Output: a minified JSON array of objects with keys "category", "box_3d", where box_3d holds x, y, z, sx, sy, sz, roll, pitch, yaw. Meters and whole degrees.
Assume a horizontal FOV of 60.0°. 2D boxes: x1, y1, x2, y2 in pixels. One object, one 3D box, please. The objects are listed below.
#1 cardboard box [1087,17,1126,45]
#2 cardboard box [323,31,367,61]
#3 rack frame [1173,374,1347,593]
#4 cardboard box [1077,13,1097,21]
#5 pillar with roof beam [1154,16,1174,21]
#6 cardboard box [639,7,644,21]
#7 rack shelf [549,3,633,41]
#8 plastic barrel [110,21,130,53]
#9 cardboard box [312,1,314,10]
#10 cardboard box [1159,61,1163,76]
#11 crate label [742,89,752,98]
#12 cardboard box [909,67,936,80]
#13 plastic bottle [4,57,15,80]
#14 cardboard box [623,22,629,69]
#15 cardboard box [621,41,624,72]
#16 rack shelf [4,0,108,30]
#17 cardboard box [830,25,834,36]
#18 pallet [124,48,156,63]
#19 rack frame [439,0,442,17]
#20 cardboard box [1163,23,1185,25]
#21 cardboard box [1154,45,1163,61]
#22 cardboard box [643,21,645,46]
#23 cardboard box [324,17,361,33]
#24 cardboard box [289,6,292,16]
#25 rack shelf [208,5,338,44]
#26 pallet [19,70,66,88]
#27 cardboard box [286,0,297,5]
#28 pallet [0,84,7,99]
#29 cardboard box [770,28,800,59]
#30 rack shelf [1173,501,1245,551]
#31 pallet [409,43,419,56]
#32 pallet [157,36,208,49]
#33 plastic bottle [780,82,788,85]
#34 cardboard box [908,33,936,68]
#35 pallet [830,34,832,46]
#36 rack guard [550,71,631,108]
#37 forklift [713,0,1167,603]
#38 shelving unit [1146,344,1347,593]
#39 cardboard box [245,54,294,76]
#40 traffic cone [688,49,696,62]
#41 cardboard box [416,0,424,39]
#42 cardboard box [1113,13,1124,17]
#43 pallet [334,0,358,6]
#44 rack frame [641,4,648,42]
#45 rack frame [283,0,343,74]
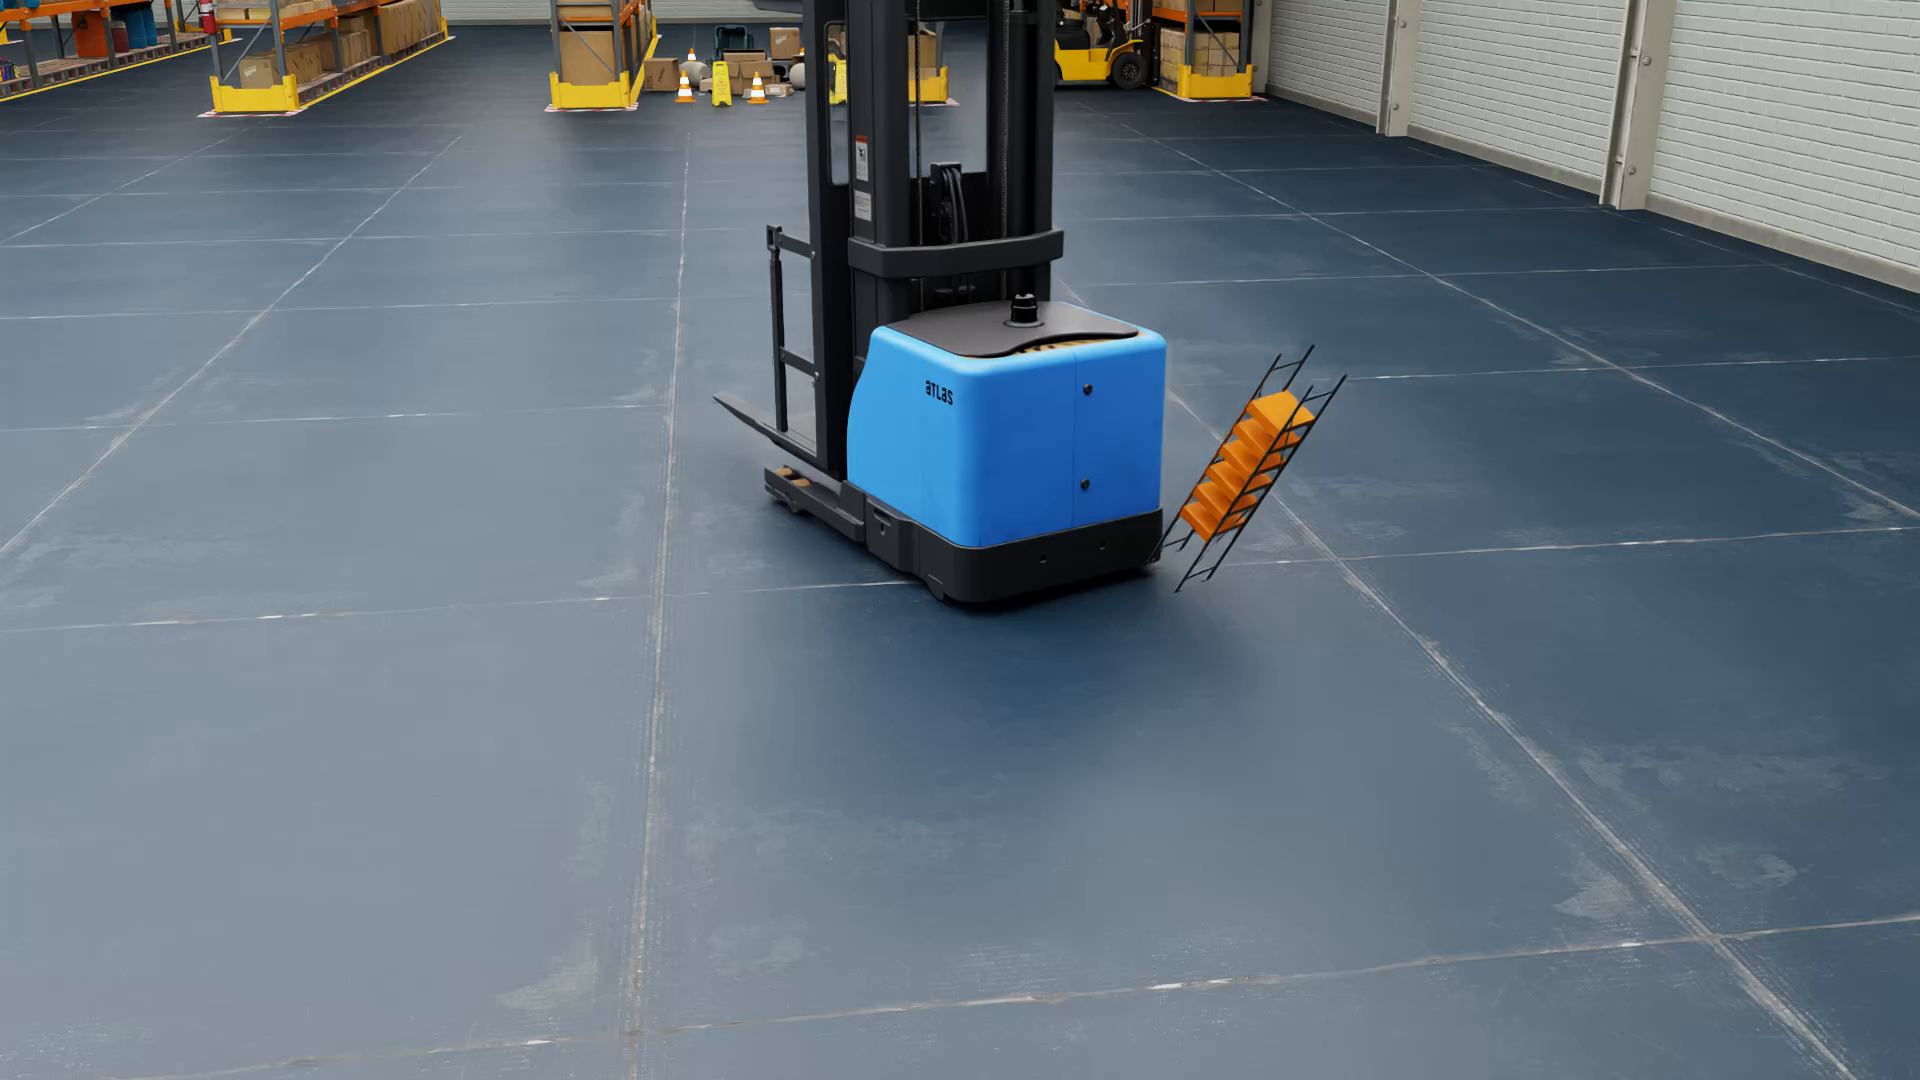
[{"category":"cardboard box","box_3d":[3.052,-10.260,33.693,0.875,0.625,0.625,-2,21,-6]},{"category":"cardboard box","box_3d":[-11.533,-9.254,31.149,0.700,0.500,0.500,-5,21,-12]},{"category":"rack frame","box_3d":[1.211,-0.209,6.792,0.240,1.200,0.006,-18,58,-40]},{"category":"cardboard box","box_3d":[2.654,-10.880,34.605,0.380,0.149,0.250,-4,21,-10]},{"category":"pillar with roof beam","box_3d":[-0.204,-13.580,31.214,9.100,9.000,0.400,-3,21,-8]},{"category":"cardboard box","box_3d":[-6.887,-11.012,34.814,0.500,0.250,0.500,-4,21,-10]},{"category":"rack shelf","box_3d":[-5.954,-8.442,27.059,1.077,0.370,4.000,-3,21,-8]},{"category":"plastic barrel","box_3d":[-16.893,-10.018,33.097,0.600,0.588,0.708,-3,21,-8]},{"category":"cardboard box","box_3d":[-10.788,-8.728,27.157,0.380,0.149,0.250,-3,21,-8]},{"category":"cardboard box","box_3d":[3.623,-8.024,28.243,0.500,0.250,0.500,-3,21,-7]},{"category":"crate label","box_3d":[-3.345,-7.209,26.822,0.250,0.136,0.298,-15,25,-35]},{"category":"cardboard box","box_3d":[-0.625,-7.573,27.034,0.500,0.250,0.500,-3,21,-8]},{"category":"plastic bottle","box_3d":[-15.688,-7.763,27.371,0.144,0.351,0.185,-3,21,-9]},{"category":"cardboard box","box_3d":[-6.421,-8.824,29.671,1.050,0.750,0.750,-3,21,-8]},{"category":"cardboard box","box_3d":[-6.087,-8.139,27.658,0.875,0.875,0.875,-3,21,-7]},{"category":"rack shelf","box_3d":[-16.355,-9.362,29.522,1.077,0.370,4.000,-3,21,-8]},{"category":"cardboard box","box_3d":[-2.496,-11.745,37.937,0.875,0.438,0.875,-3,21,-9]},{"category":"pallet","box_3d":[-16.971,-9.777,33.592,1.003,0.211,1.213,-3,21,-8]},{"category":"rack frame","box_3d":[-12.895,-13.411,39.336,1.000,3.000,0.127,-3,21,-8]},{"category":"cardboard box","box_3d":[3.903,-9.049,29.558,0.500,0.250,0.500,-3,21,-9]},{"category":"cardboard box","box_3d":[3.593,-8.270,28.187,0.500,0.250,0.500,-3,21,-9]},{"category":"cardboard box","box_3d":[-6.896,-10.668,34.964,0.500,0.500,0.500,-3,21,-9]},{"category":"cardboard box","box_3d":[-11.529,-9.614,31.041,0.500,0.250,0.500,-1,20,-2]},{"category":"cardboard box","box_3d":[-10.489,-8.125,25.541,0.380,0.149,0.250,-3,21,-8]},{"category":"rack shelf","box_3d":[-10.877,-8.227,26.483,1.077,0.370,4.000,-3,21,-8]},{"category":"pallet","box_3d":[-16.218,-7.970,28.753,1.003,0.211,1.213,-3,21,-8]},{"category":"cardboard box","box_3d":[-10.861,-8.592,25.864,0.875,0.500,0.500,-3,21,-8]},{"category":"pallet","box_3d":[-15.832,-7.042,26.269,1.003,0.211,1.213,-3,21,-8]},{"category":"cardboard box","box_3d":[-3.116,-8.839,29.586,0.500,0.500,0.500,-3,21,-8]},{"category":"rack shelf","box_3d":[1.057,-0.080,7.013,0.258,0.103,0.180,-18,58,-40]},{"category":"pallet","box_3d":[-12.133,-10.456,35.410,1.003,0.211,1.213,-3,21,-8]},{"category":"pallet","box_3d":[-17.543,-11.146,37.256,1.003,0.211,1.213,-3,21,-8]},{"category":"plastic bottle","box_3d":[-3.029,-7.838,28.614,0.133,0.061,0.283,1,20,2]},{"category":"cardboard box","box_3d":[-0.629,-7.932,26.925,0.500,0.500,0.500,-4,21,-10]},{"category":"pallet","box_3d":[-2.544,-11.487,38.169,1.003,0.211,1.213,-3,21,-8]},{"category":"rack guard","box_3d":[-5.662,-6.907,25.495,1.175,0.500,0.348,-3,21,-8]},{"category":"forklift","box_3d":[-0.307,-1.580,7.758,1.130,2.935,3.031,-12,24,-29]},{"category":"shelving unit","box_3d":[1.157,-0.273,6.829,0.258,1.200,0.189,-18,58,-40]},{"category":"cardboard box","box_3d":[-10.782,-7.319,25.998,0.500,0.500,0.500,2,21,6]},{"category":"traffic cone","box_3d":[-4.942,-8.823,30.678,0.336,0.463,0.334,-3,21,-8]},{"category":"cardboard box","box_3d":[-12.334,-11.460,36.548,0.875,0.875,0.875,-3,21,-8]},{"category":"cardboard box","box_3d":[3.209,-10.918,34.707,0.380,0.149,0.250,-2,21,-5]},{"category":"pallet","box_3d":[-11.131,-9.438,28.973,1.003,0.211,1.213,-3,21,-8]},{"category":"rack frame","box_3d":[-7.396,-12.241,36.204,1.000,3.000,0.127,-3,21,-8]},{"category":"rack frame","box_3d":[-11.165,-9.256,28.211,1.000,3.000,0.127,-3,21,-8]}]
